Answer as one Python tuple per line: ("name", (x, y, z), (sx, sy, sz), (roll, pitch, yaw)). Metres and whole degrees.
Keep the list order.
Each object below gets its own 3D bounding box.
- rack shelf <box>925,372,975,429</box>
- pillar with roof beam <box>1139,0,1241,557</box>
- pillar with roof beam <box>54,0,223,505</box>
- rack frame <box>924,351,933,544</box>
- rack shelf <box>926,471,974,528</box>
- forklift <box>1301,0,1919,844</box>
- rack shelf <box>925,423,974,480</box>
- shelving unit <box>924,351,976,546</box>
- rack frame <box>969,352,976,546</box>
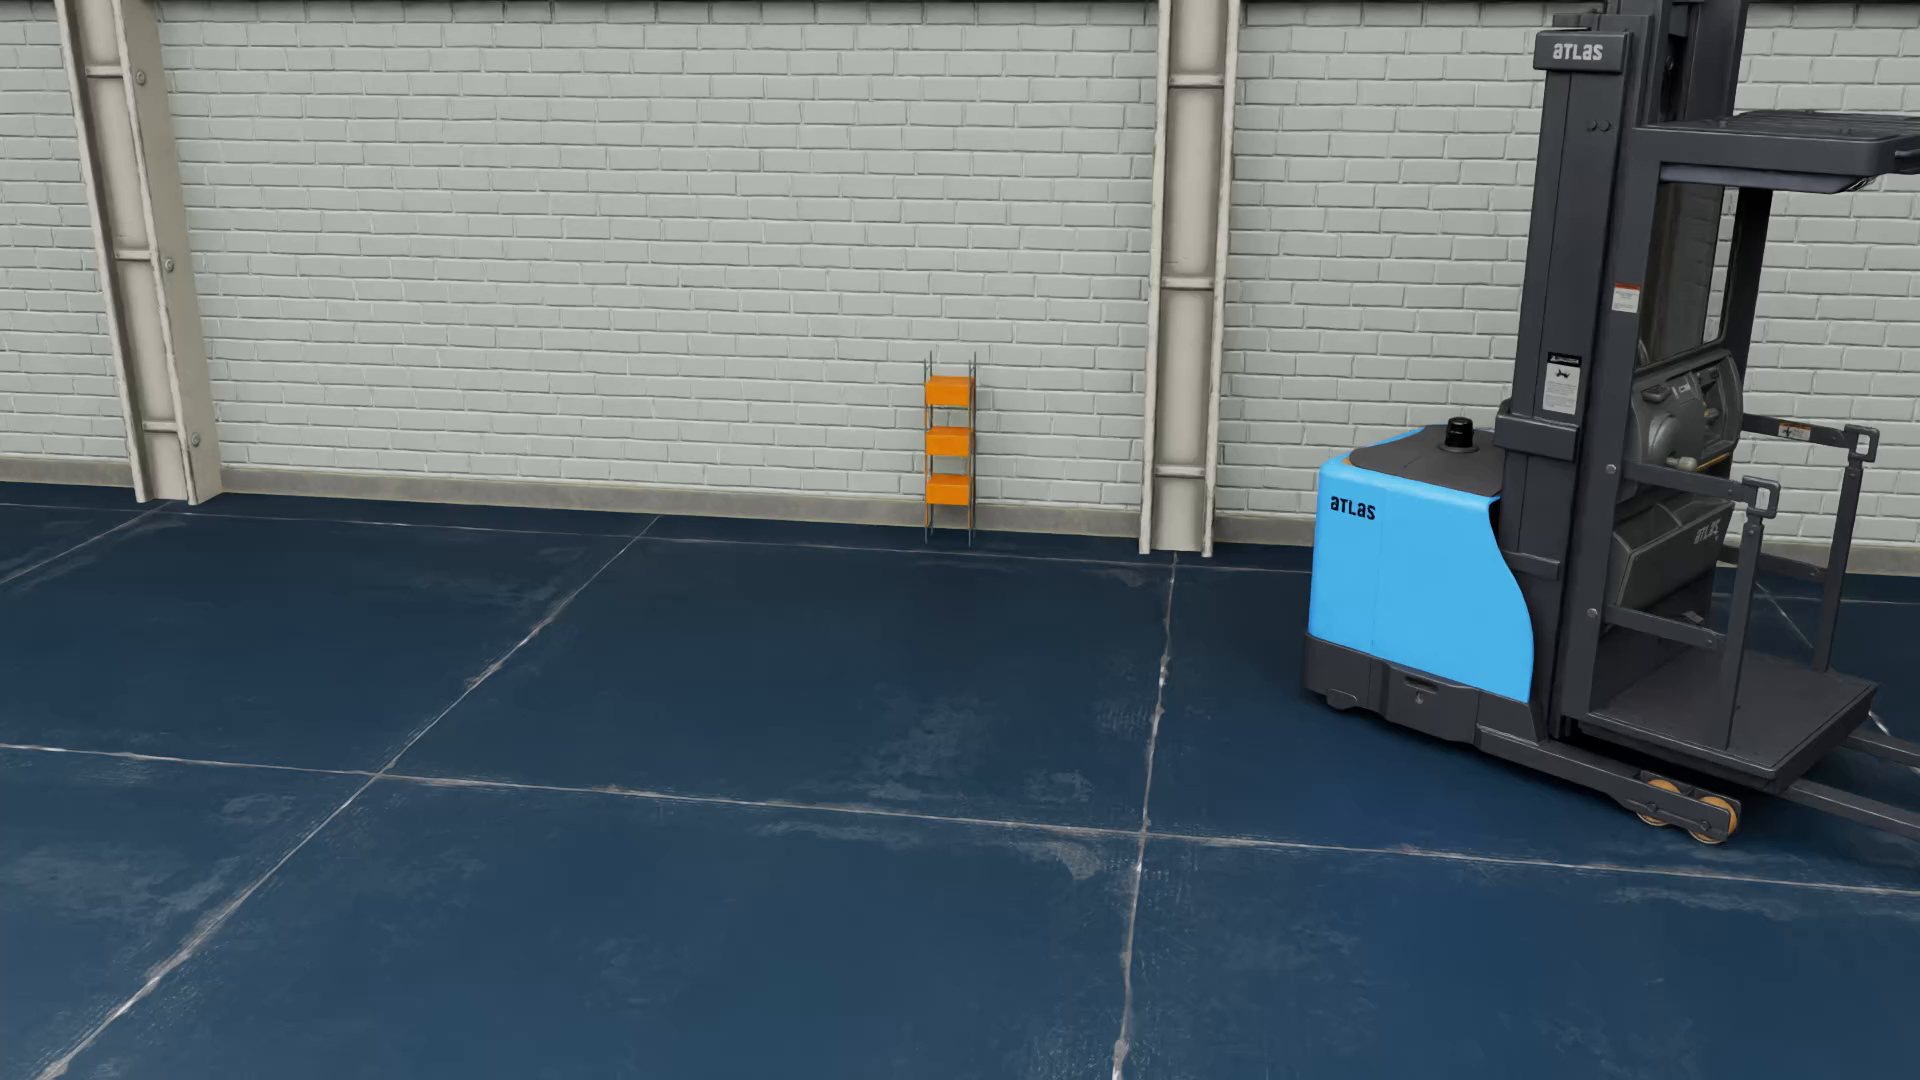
("rack shelf", (-0.053, -0.760, 9.058), (0.240, 0.259, 0.215), (3, 19, 9))
("pillar with roof beam", (0.514, -2.883, 3.737), (0.400, 9.000, 9.100), (3, 19, 9))
("pillar with roof beam", (-5.410, -3.185, 4.639), (0.400, 9.000, 9.100), (3, 19, 9))
("rack frame", (-0.173, -0.507, 9.163), (0.008, 1.050, 0.200), (3, 19, 9))
("rack shelf", (-0.053, -0.227, 9.236), (0.240, 0.259, 0.215), (3, 19, 9))
("forklift", (2.876, -0.476, 6.106), (1.130, 2.935, 3.031), (-18, 25, -42))
("rack shelf", (-0.053, -0.491, 9.148), (0.240, 0.259, 0.215), (3, 19, 9))
("shelving unit", (-0.053, -0.501, 9.145), (0.252, 1.050, 0.215), (3, 19, 9))
("rack frame", (0.068, -0.494, 9.126), (0.008, 1.050, 0.200), (3, 19, 9))
